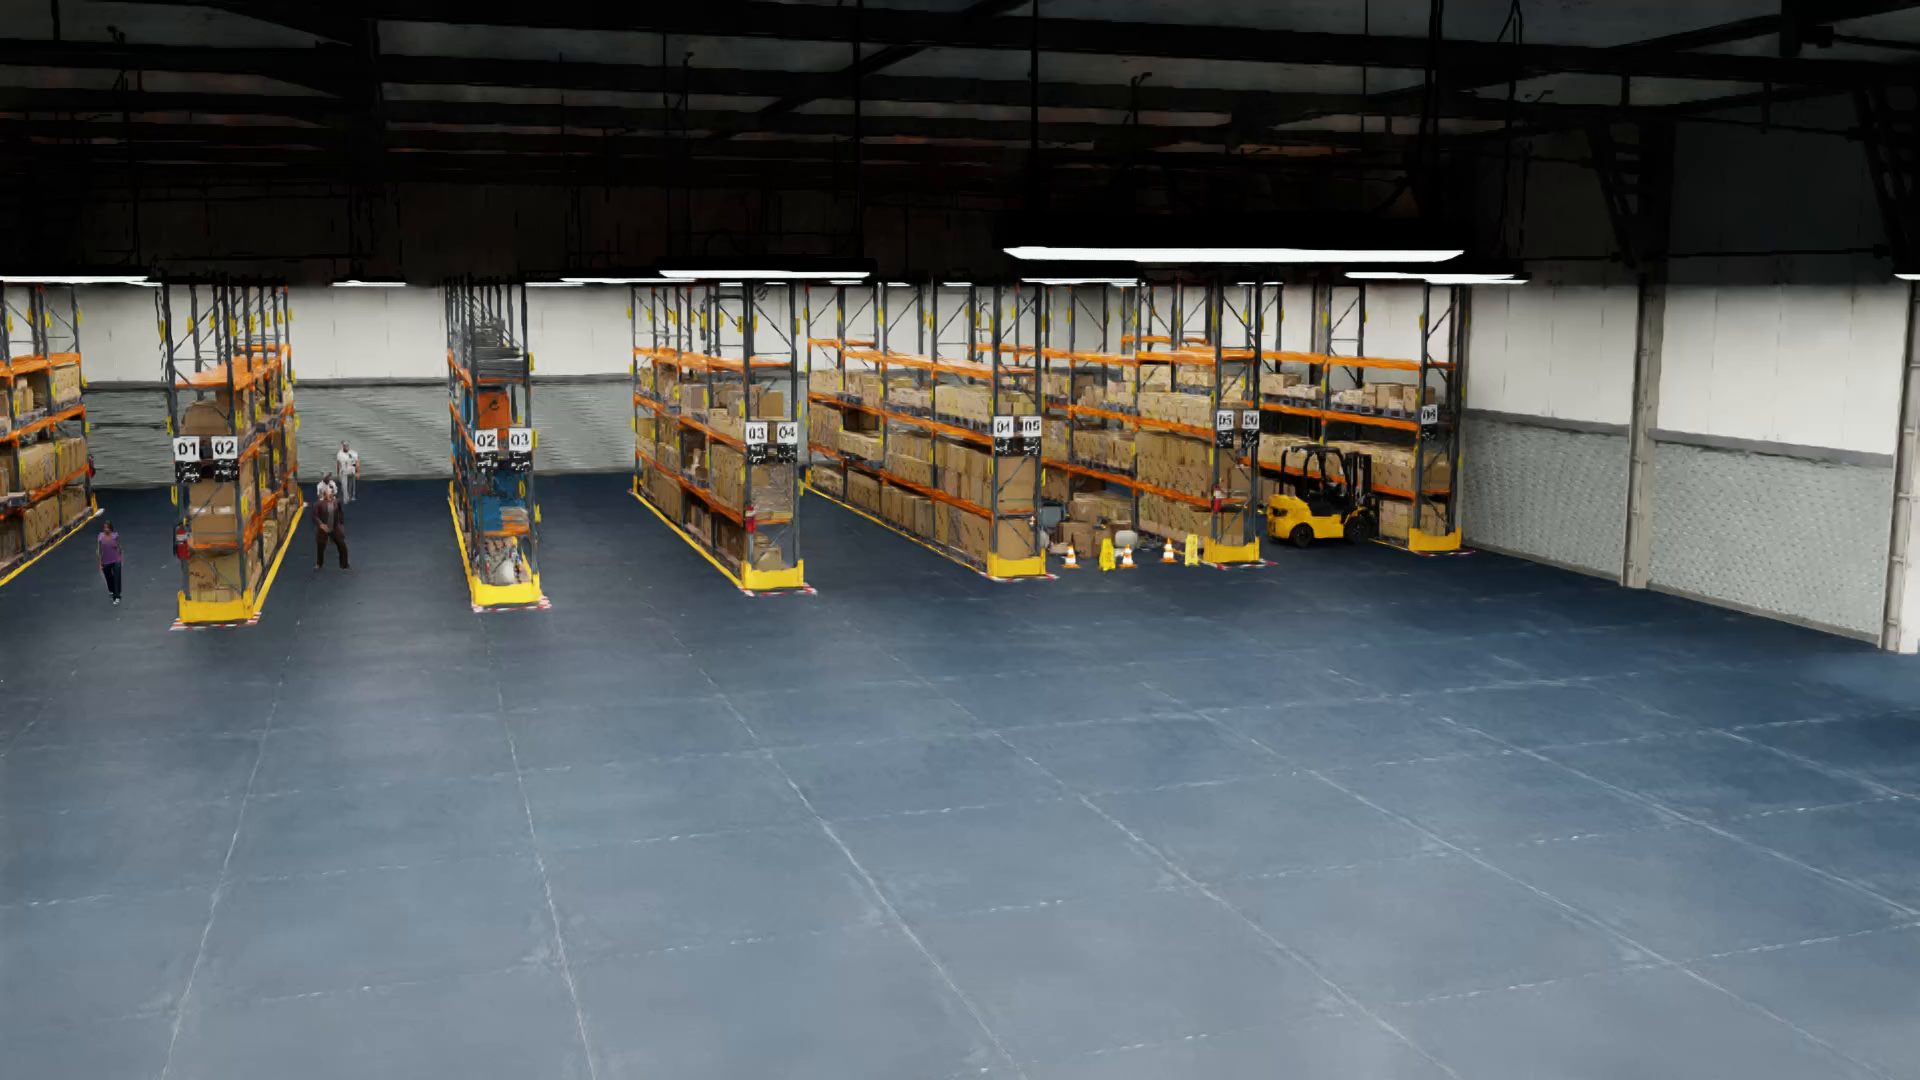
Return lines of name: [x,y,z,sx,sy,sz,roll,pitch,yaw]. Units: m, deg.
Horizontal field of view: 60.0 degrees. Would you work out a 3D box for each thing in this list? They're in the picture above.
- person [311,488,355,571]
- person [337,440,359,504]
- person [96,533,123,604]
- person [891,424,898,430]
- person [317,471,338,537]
person: [-12.812,-0.217,33.776,0.735,1.715,0.879,-6,10,-34]
person: [-16.376,-1.840,44.531,0.556,1.712,1.040,-3,9,-19]
person: [-15.553,0.500,30.435,0.419,1.276,1.031,-3,9,-20]
person: [-1.865,-2.509,48.788,0.533,1.812,0.605,-1,9,-8]
person: [-14.453,-0.810,38.023,0.457,1.586,1.075,-3,9,-16]
